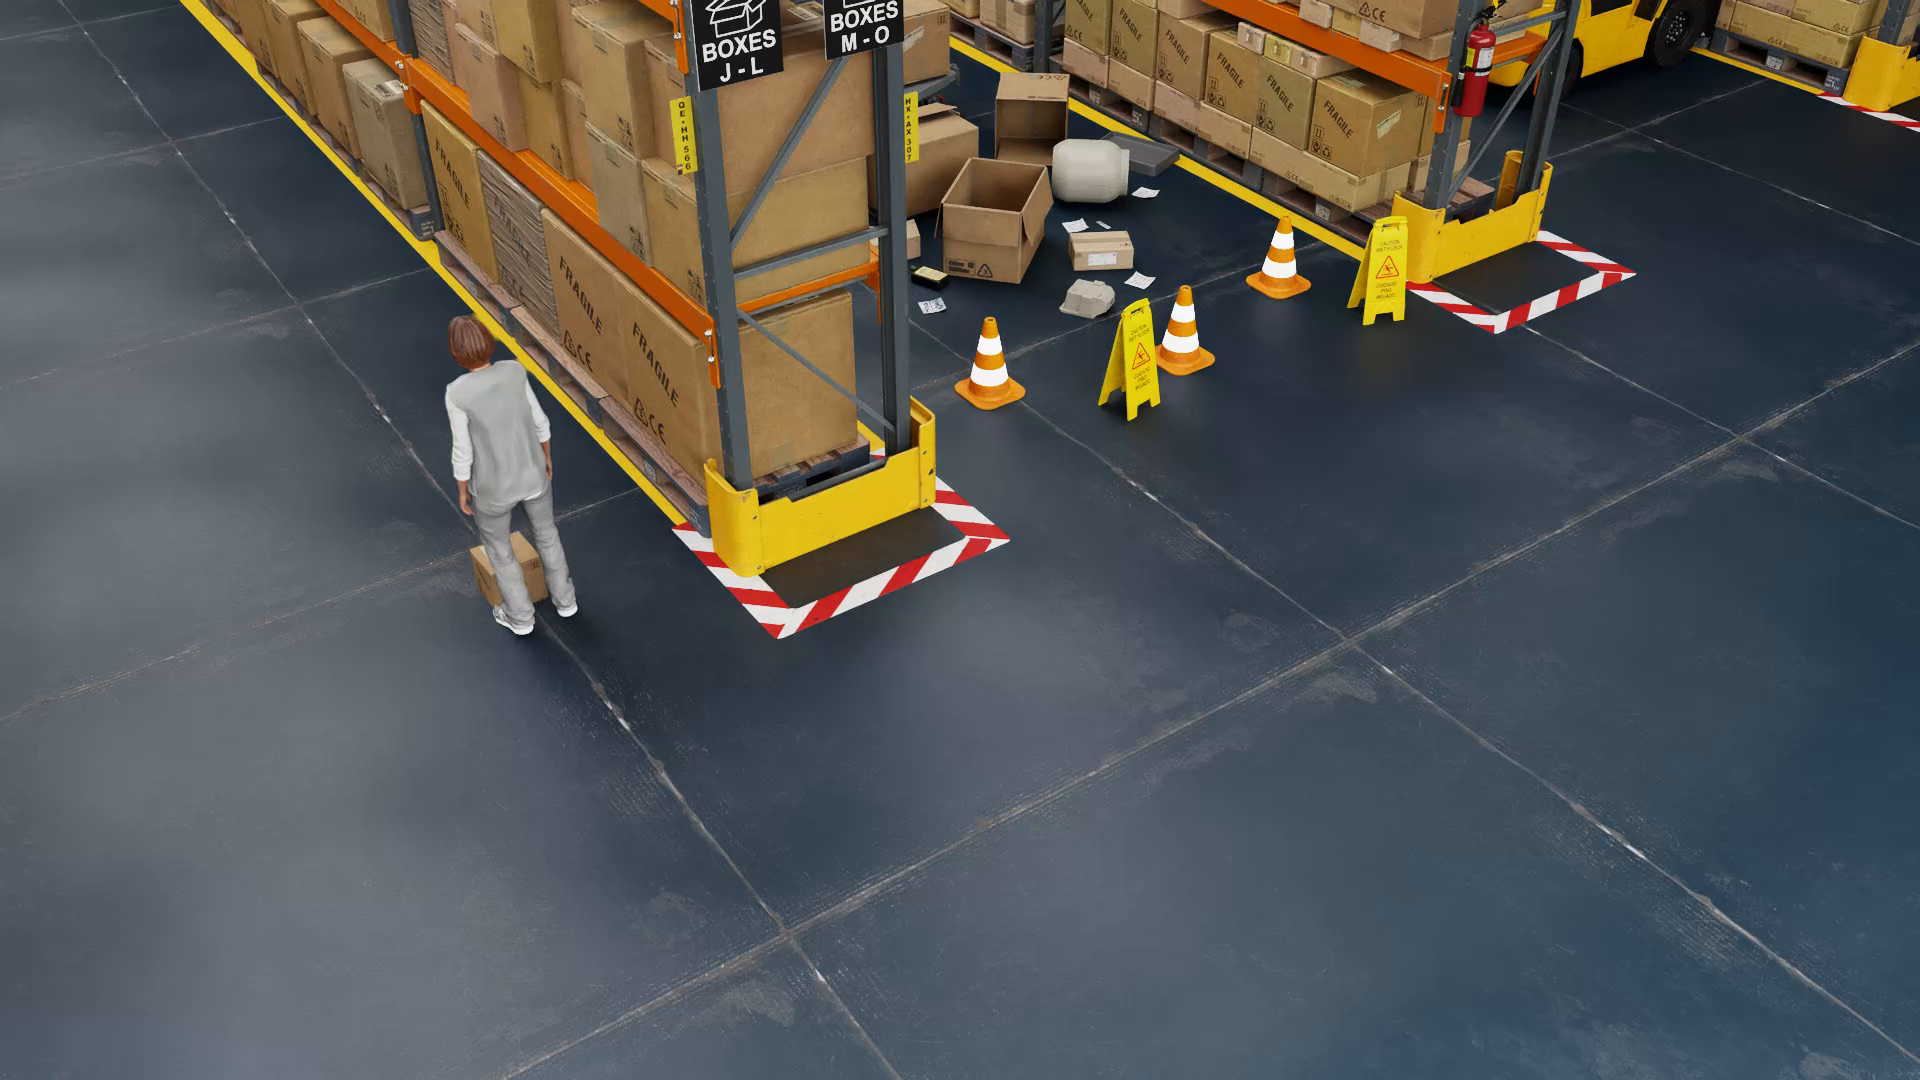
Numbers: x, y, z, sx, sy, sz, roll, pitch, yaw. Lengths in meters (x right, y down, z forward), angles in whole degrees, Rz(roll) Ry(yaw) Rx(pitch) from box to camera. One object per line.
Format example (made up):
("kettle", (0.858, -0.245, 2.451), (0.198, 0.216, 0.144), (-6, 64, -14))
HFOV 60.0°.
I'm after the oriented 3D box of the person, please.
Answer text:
("person", (-2.001, -0.264, 7.363), (0.476, 1.591, 0.346), (-25, 44, -30))
